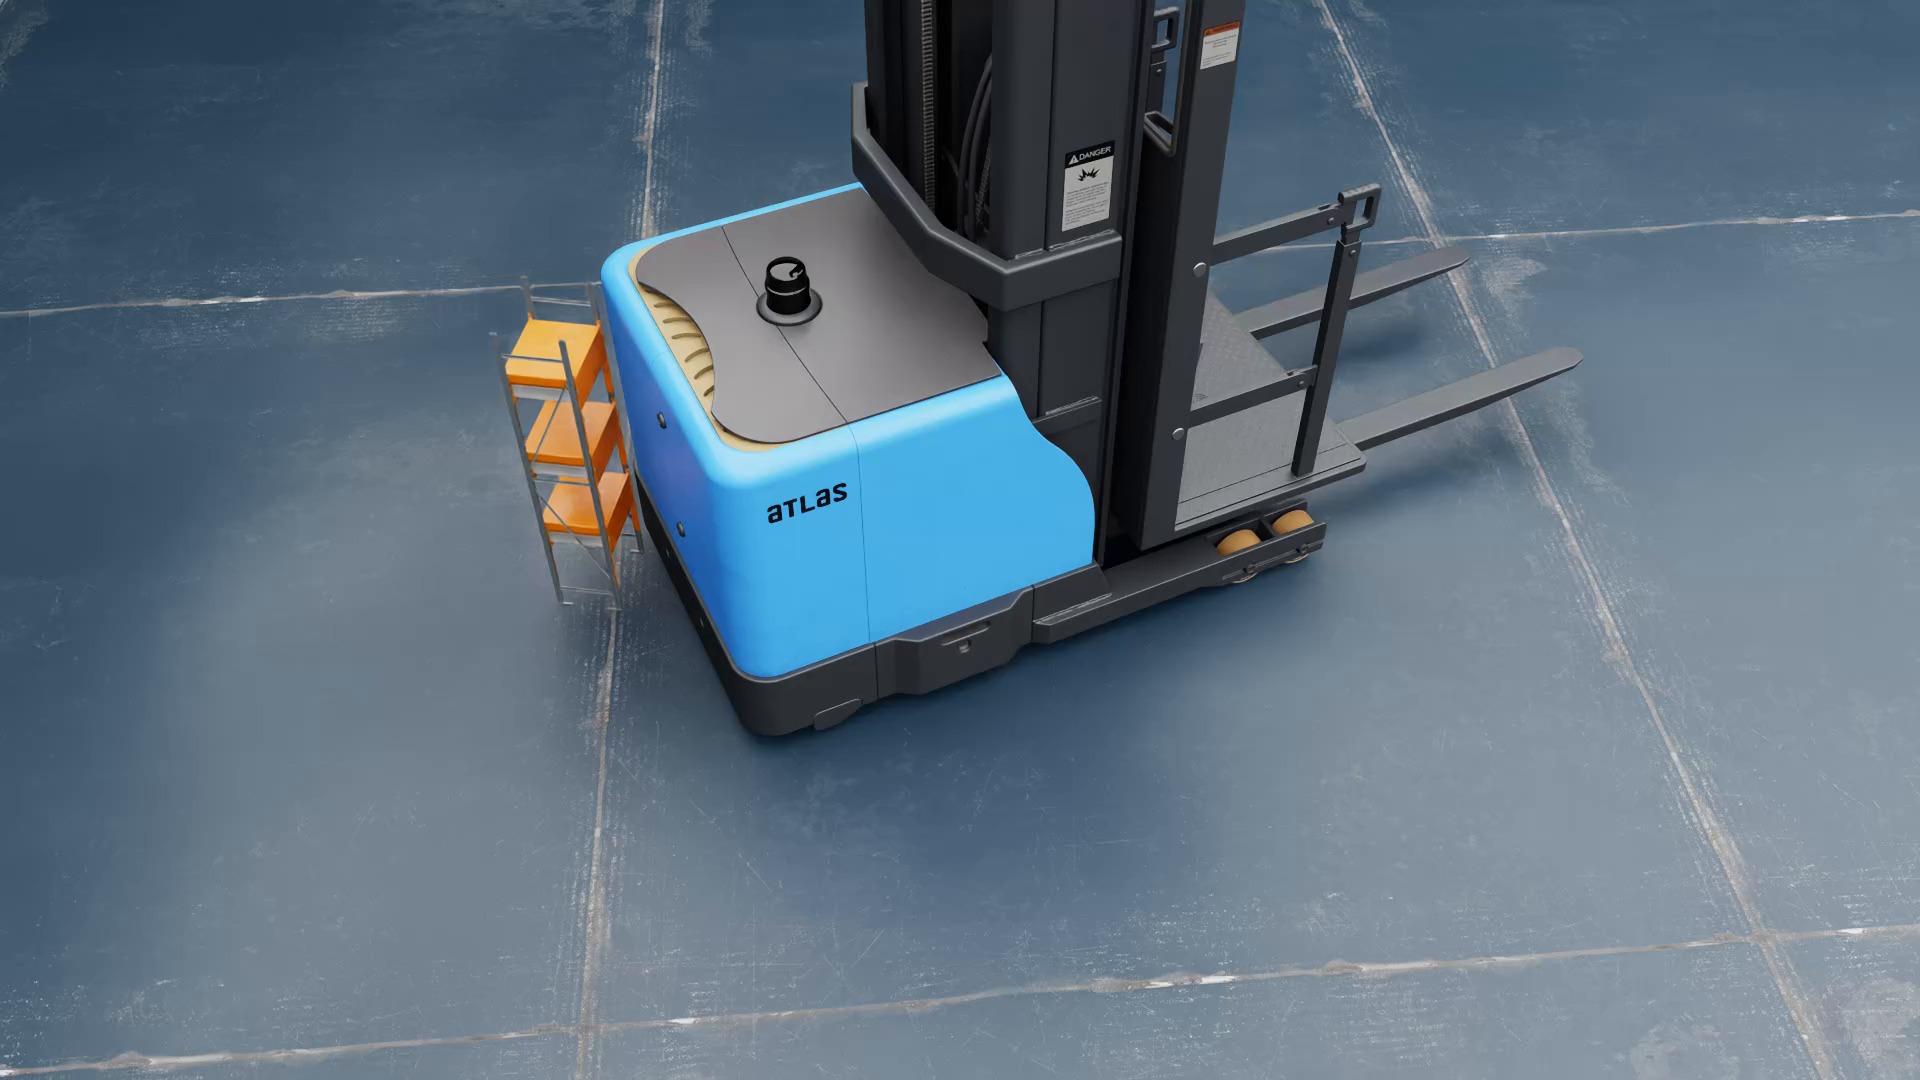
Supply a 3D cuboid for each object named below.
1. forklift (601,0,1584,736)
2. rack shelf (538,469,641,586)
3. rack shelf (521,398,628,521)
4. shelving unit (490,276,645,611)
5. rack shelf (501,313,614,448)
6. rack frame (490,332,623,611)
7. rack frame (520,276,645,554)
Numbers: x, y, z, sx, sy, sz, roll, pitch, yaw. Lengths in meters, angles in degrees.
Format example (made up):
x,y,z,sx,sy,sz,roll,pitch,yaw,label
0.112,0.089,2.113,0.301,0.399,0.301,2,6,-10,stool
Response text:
x,y,z,sx,sy,sz,roll,pitch,yaw,label
0.565,-1.204,4.372,3.031,2.935,1.130,-19,50,-17,forklift
-1.104,-0.047,4.967,0.215,0.259,0.240,6,46,6,rack shelf
-1.103,-0.240,4.767,0.215,0.259,0.240,6,46,6,rack shelf
-1.103,-0.248,4.759,0.215,1.050,0.252,6,46,6,shelving unit
-1.102,-0.437,4.563,0.215,0.259,0.240,6,46,6,rack shelf
-1.120,-0.161,4.676,0.200,1.050,0.008,6,46,6,rack frame
-1.085,-0.334,4.843,0.200,1.050,0.008,6,46,6,rack frame
